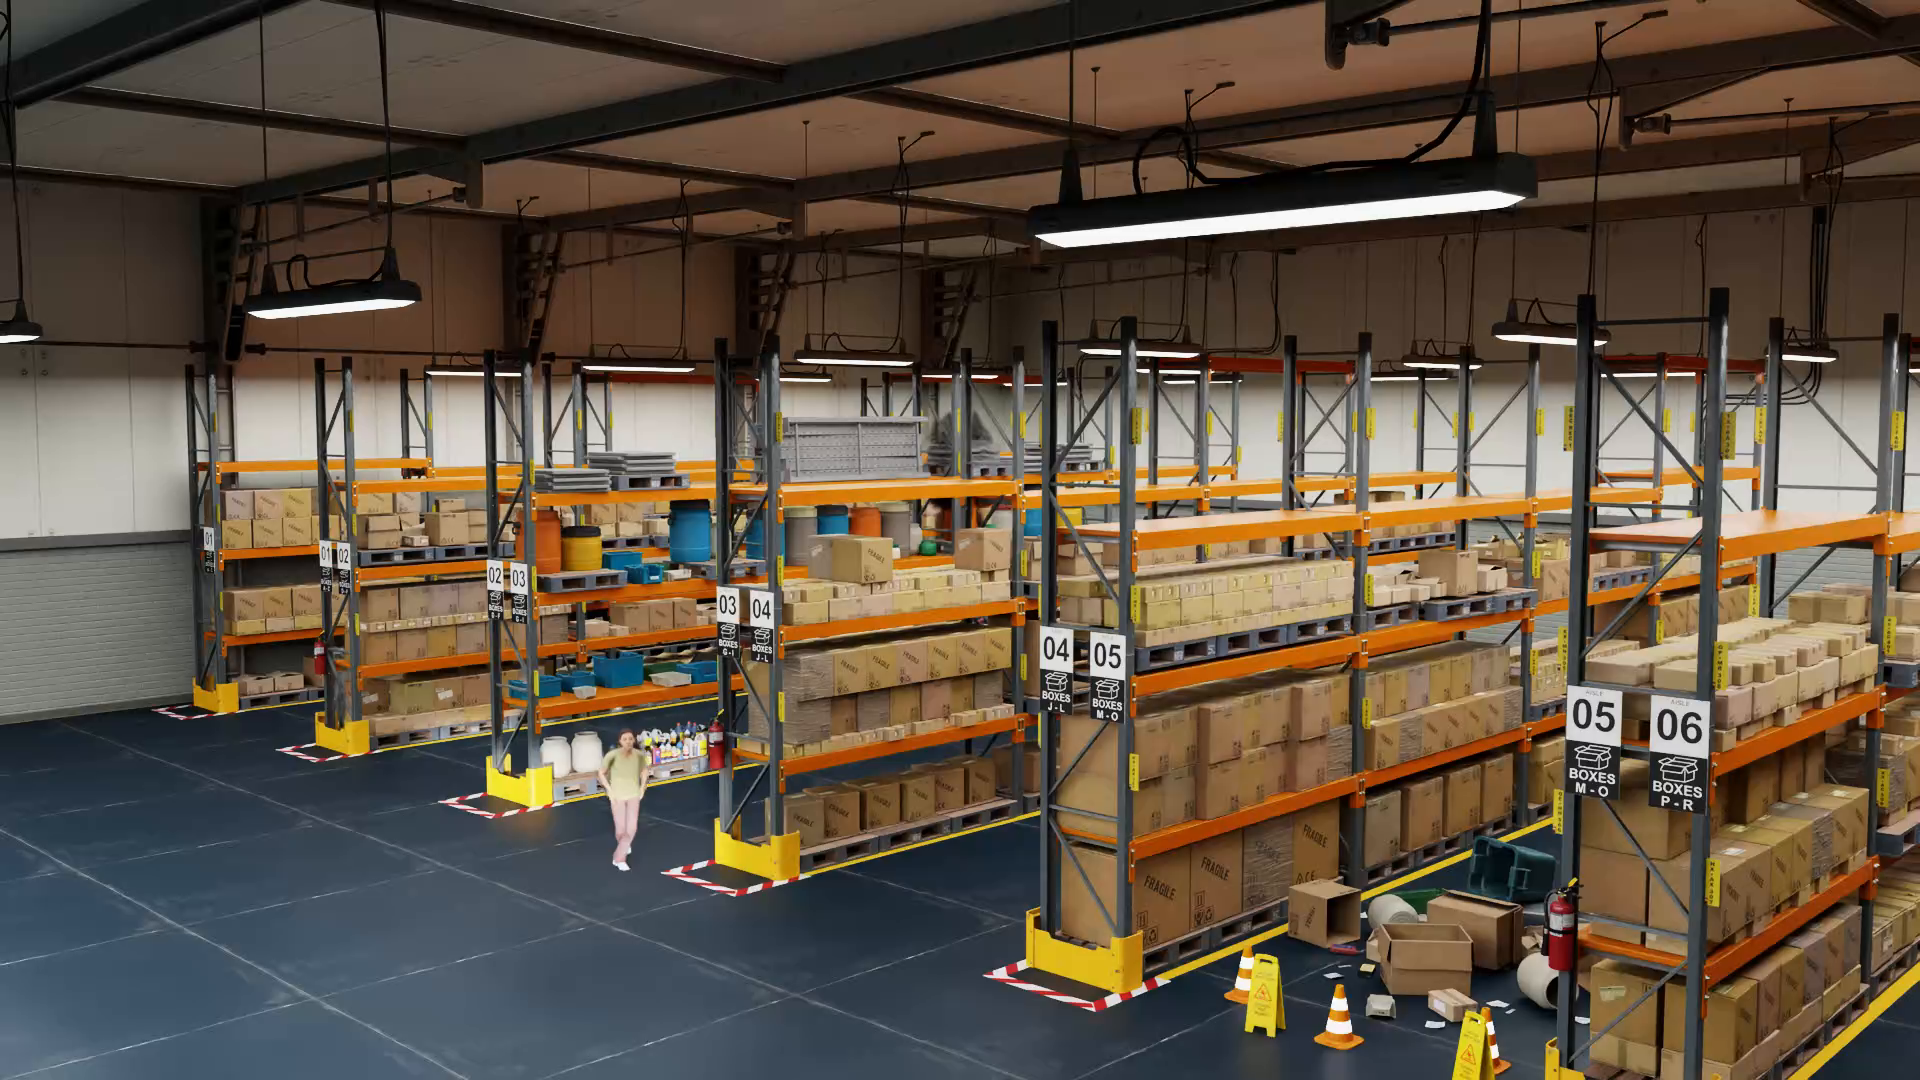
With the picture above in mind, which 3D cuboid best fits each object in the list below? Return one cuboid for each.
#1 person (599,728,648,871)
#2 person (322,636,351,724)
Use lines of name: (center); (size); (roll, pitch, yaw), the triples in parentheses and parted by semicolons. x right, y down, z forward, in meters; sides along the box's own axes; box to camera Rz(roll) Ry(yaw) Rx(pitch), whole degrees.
person: (-3.841, 2.920, 18.963); (0.575, 1.621, 0.571); (-2, 5, -22)
person: (-10.165, 2.363, 27.208); (0.509, 1.464, 0.729); (2, 5, 29)
